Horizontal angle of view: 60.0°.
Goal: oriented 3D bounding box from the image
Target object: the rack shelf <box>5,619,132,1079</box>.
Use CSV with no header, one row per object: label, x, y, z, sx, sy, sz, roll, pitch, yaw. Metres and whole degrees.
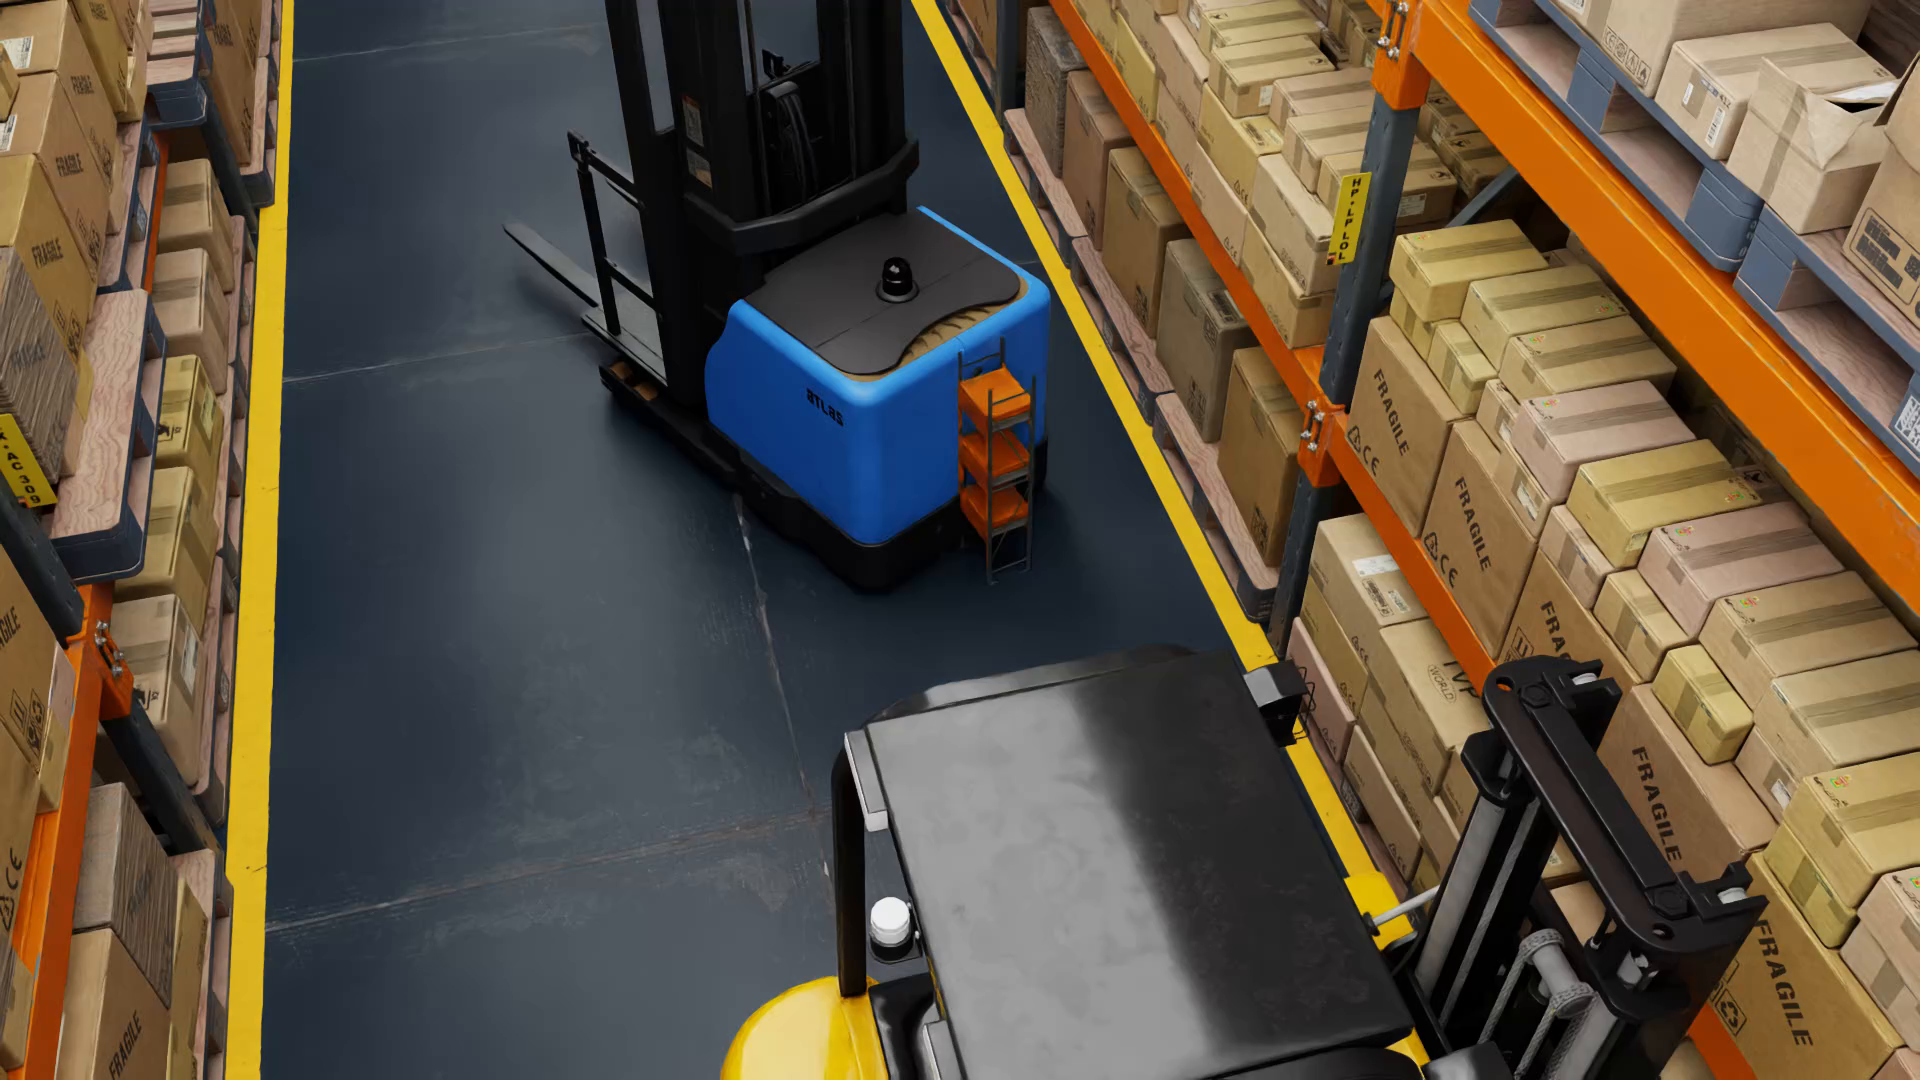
rack shelf,-2.567,1.830,3.611,1.077,0.370,4.000,-11,47,-10

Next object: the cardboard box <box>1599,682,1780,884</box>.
cardboard box,1.968,0.663,4.180,0.500,0.500,0.500,-10,46,-10

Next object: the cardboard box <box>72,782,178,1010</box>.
cardboard box,-2.668,1.110,4.919,0.500,0.500,0.500,-11,47,-11

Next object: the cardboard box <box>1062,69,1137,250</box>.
cardboard box,1.016,-1.907,8.138,0.875,0.625,0.625,-9,46,-9

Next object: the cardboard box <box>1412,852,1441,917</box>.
cardboard box,1.814,1.197,5.359,0.500,0.250,0.500,-10,46,-10

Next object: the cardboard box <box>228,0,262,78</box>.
cardboard box,-4.424,-3.076,9.109,0.875,0.875,0.875,-10,46,-10

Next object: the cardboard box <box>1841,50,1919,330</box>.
cardboard box,2.115,-0.617,2.968,0.797,0.503,0.637,-9,46,-9

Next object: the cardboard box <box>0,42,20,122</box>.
cardboard box,-3.235,-1.436,5.282,0.380,0.149,0.250,-8,46,-8

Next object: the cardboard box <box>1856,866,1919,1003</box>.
cardboard box,2.095,0.789,3.395,0.380,0.149,0.250,-10,46,-9

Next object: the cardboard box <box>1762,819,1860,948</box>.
cardboard box,2.031,0.718,3.673,0.380,0.149,0.250,-10,46,-10

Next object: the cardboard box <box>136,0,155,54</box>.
cardboard box,-3.545,-2.102,6.843,0.380,0.149,0.250,-11,47,-11

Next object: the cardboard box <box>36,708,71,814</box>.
cardboard box,-2.631,0.622,4.466,0.380,0.149,0.250,-10,46,-9

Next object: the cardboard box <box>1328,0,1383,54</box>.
cardboard box,1.630,-1.973,6.310,0.380,0.149,0.250,-11,47,-10

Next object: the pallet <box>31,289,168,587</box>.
pallet,-3.134,-0.290,5.319,1.003,0.211,1.213,-11,47,-10

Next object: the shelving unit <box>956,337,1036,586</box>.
shelving unit,0.140,-0.289,6.547,0.215,1.050,0.252,-21,49,-18

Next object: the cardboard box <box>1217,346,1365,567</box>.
cardboard box,1.574,-0.387,6.648,0.875,0.625,0.625,-9,46,-9

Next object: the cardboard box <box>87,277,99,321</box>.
cardboard box,-3.142,-0.842,5.608,0.380,0.149,0.250,-10,46,-10

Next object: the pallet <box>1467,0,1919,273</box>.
pallet,1.962,-1.148,3.987,1.003,0.211,1.213,-11,47,-10

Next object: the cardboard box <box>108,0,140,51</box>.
cardboard box,-3.575,-2.232,6.516,0.500,0.500,0.500,-11,47,-11

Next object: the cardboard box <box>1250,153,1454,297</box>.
cardboard box,1.346,-1.128,5.760,0.500,0.250,0.500,-12,47,-11

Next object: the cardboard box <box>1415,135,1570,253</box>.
cardboard box,1.836,-1.232,5.863,0.500,0.250,0.500,-11,47,-11

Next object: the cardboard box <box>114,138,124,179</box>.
cardboard box,-3.318,-1.385,6.139,0.380,0.149,0.250,-12,47,-12

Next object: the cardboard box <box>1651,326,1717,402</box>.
cardboard box,2.197,-0.553,4.710,0.380,0.149,0.250,-11,47,-11

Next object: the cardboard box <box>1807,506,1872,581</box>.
cardboard box,2.389,-0.024,4.191,0.380,0.149,0.250,-11,47,-11

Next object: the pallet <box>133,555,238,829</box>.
pallet,-3.279,0.636,6.230,1.003,0.211,1.213,-11,47,-10

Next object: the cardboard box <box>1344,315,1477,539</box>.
cardboard box,1.580,-0.394,5.216,0.500,0.500,0.500,-12,47,-11

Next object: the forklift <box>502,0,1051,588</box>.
forklift,-0.995,-1.799,6.712,1.130,2.935,3.031,-33,54,-28

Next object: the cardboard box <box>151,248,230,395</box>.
cardboard box,-3.771,-0.892,7.320,0.950,0.372,0.625,-12,47,-11

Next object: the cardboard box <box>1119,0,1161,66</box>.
cardboard box,0.971,-2.187,6.799,0.500,0.250,0.500,-10,46,-10

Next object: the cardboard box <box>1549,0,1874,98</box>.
cardboard box,1.696,-1.295,3.767,0.500,0.311,0.500,-10,46,-9

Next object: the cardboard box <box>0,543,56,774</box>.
cardboard box,-2.725,0.320,4.309,0.500,0.500,0.500,-12,47,-11

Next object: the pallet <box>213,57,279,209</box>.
pallet,-4.232,-2.146,8.956,1.003,0.211,1.213,-11,47,-10

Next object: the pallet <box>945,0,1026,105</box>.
pallet,0.540,-3.021,9.813,1.003,0.211,1.213,-11,47,-10

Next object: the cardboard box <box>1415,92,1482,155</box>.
cardboard box,1.818,-1.451,5.799,0.380,0.149,0.250,-12,47,-12

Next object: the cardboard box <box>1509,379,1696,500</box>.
cardboard box,1.708,-0.270,4.432,0.380,0.149,0.250,-10,46,-9

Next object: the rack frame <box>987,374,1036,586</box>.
rack frame,0.196,-0.212,6.471,0.200,1.050,0.008,-21,49,-18

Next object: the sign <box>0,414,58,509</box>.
sign,-2.556,-0.210,4.500,0.100,0.325,0.005,-11,47,-10

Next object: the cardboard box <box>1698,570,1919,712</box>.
cardboard box,2.001,0.239,3.934,0.380,0.149,0.250,-11,47,-10

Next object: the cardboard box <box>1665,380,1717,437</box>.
cardboard box,2.206,-0.449,4.816,0.380,0.149,0.250,-10,46,-9

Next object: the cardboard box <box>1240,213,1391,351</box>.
cardboard box,1.337,-0.960,5.947,0.500,0.250,0.500,-10,46,-9

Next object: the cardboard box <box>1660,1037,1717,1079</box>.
cardboard box,2.048,1.555,4.307,0.500,0.250,0.500,-10,46,-10

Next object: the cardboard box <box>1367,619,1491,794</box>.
cardboard box,1.660,0.499,5.343,0.500,0.250,0.500,-11,47,-10

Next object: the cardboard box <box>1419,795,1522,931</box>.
cardboard box,1.792,1.015,5.187,0.500,0.250,0.500,-11,47,-11

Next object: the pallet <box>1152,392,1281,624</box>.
pallet,1.492,-0.238,7.086,1.003,0.211,1.213,-11,47,-10

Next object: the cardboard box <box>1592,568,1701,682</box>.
cardboard box,1.846,0.182,4.198,0.380,0.149,0.250,-12,47,-12

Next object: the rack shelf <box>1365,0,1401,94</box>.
rack shelf,1.207,-2.892,6.138,1.077,0.370,4.000,-11,47,-10

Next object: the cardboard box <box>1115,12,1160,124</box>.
cardboard box,0.966,-2.010,6.975,0.500,0.250,0.500,-9,46,-9

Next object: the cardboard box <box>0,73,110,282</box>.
cardboard box,-3.164,-1.154,5.460,0.500,0.500,0.500,-11,47,-11

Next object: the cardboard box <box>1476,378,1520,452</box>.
cardboard box,1.707,-0.353,4.723,0.380,0.149,0.250,-11,47,-10

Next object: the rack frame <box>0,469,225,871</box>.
rack frame,-3.079,0.197,4.707,1.000,3.000,0.127,-11,47,-10

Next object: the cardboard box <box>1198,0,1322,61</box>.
cardboard box,1.119,-1.873,6.212,0.380,0.149,0.250,-12,47,-11

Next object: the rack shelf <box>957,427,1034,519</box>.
rack shelf,0.140,-0.282,6.555,0.215,0.259,0.240,-21,49,-18

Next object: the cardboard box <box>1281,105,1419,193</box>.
cardboard box,1.333,-1.345,5.694,0.380,0.149,0.250,-11,47,-11

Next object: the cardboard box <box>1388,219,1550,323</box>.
cardboard box,1.513,-0.805,4.957,0.380,0.149,0.250,-10,46,-10

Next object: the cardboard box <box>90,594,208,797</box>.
cardboard box,-3.215,0.608,5.850,0.950,0.372,0.625,-10,46,-10
